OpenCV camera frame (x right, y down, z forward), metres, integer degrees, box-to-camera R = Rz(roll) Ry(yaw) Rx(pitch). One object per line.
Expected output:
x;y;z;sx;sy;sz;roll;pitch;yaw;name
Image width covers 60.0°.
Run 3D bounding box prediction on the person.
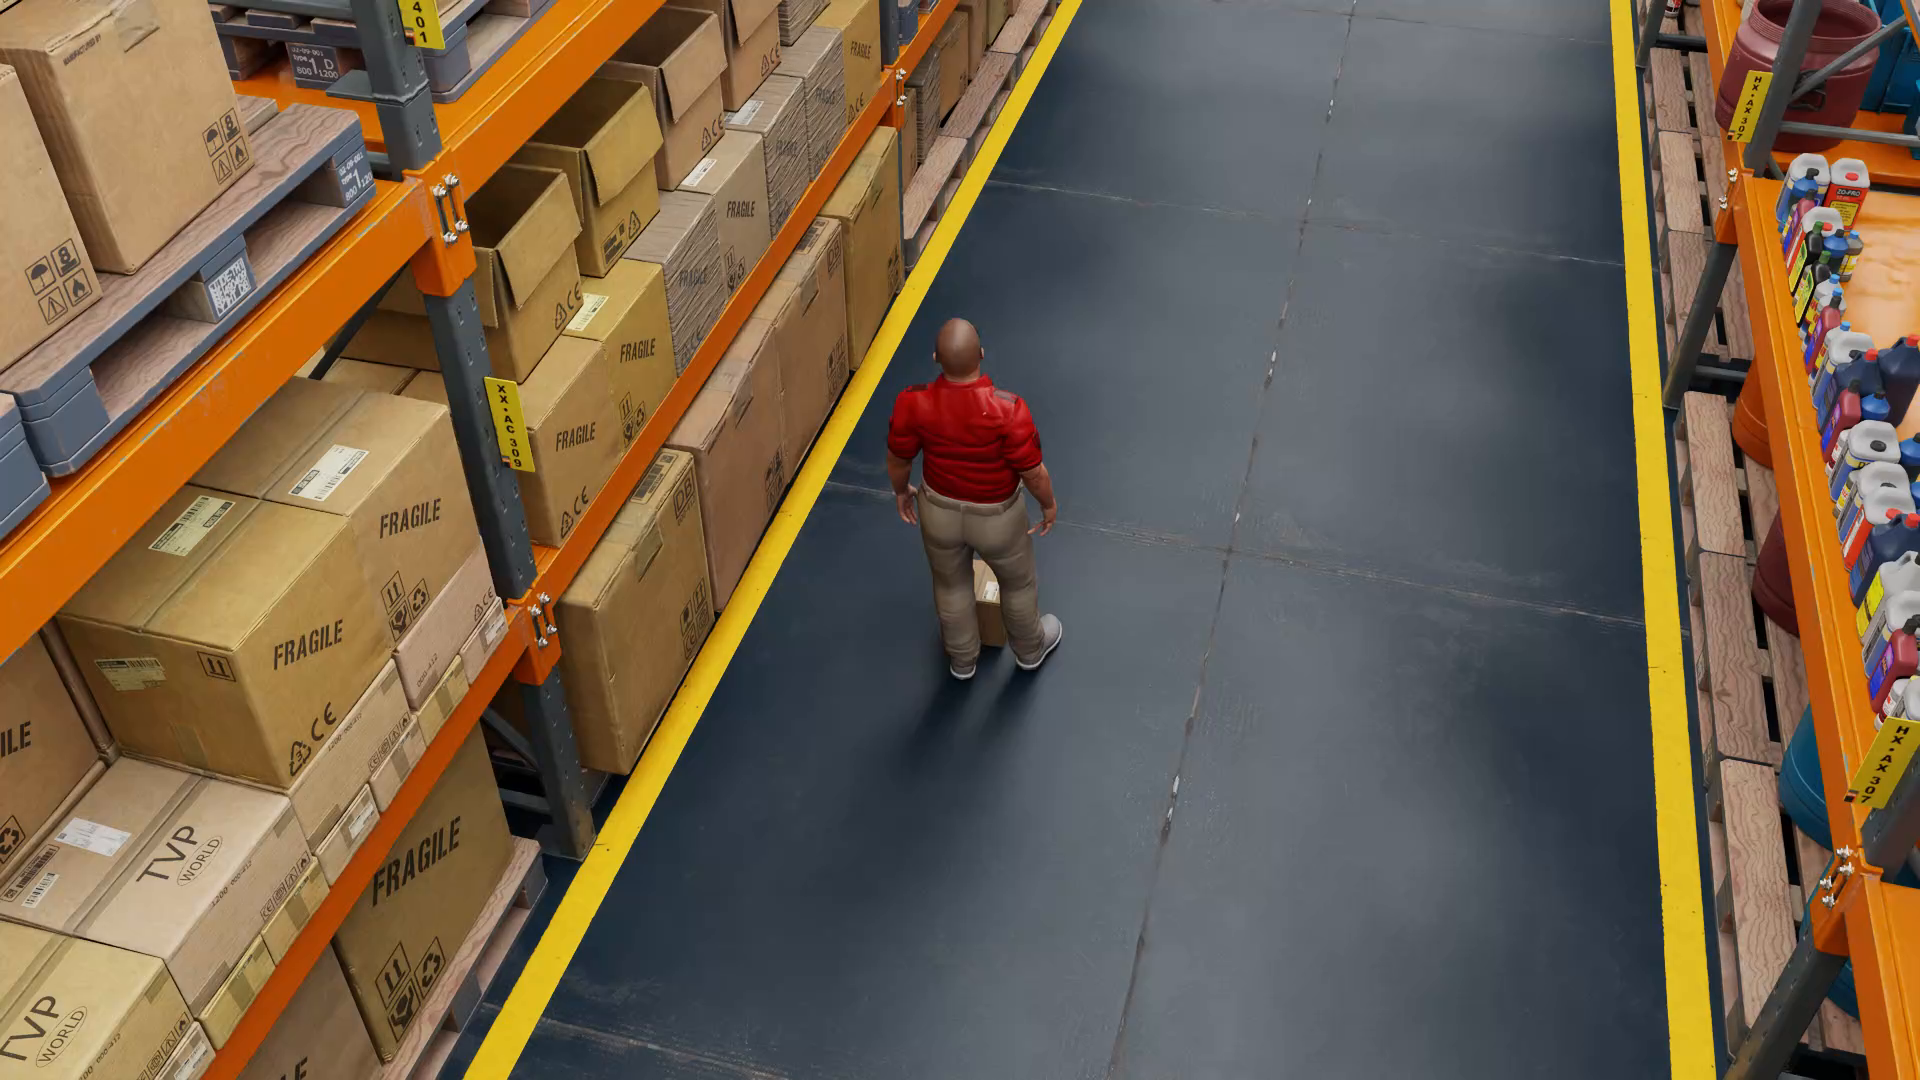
0.072;-0.171;6.354;0.642;1.729;0.550;9;42;10;person
